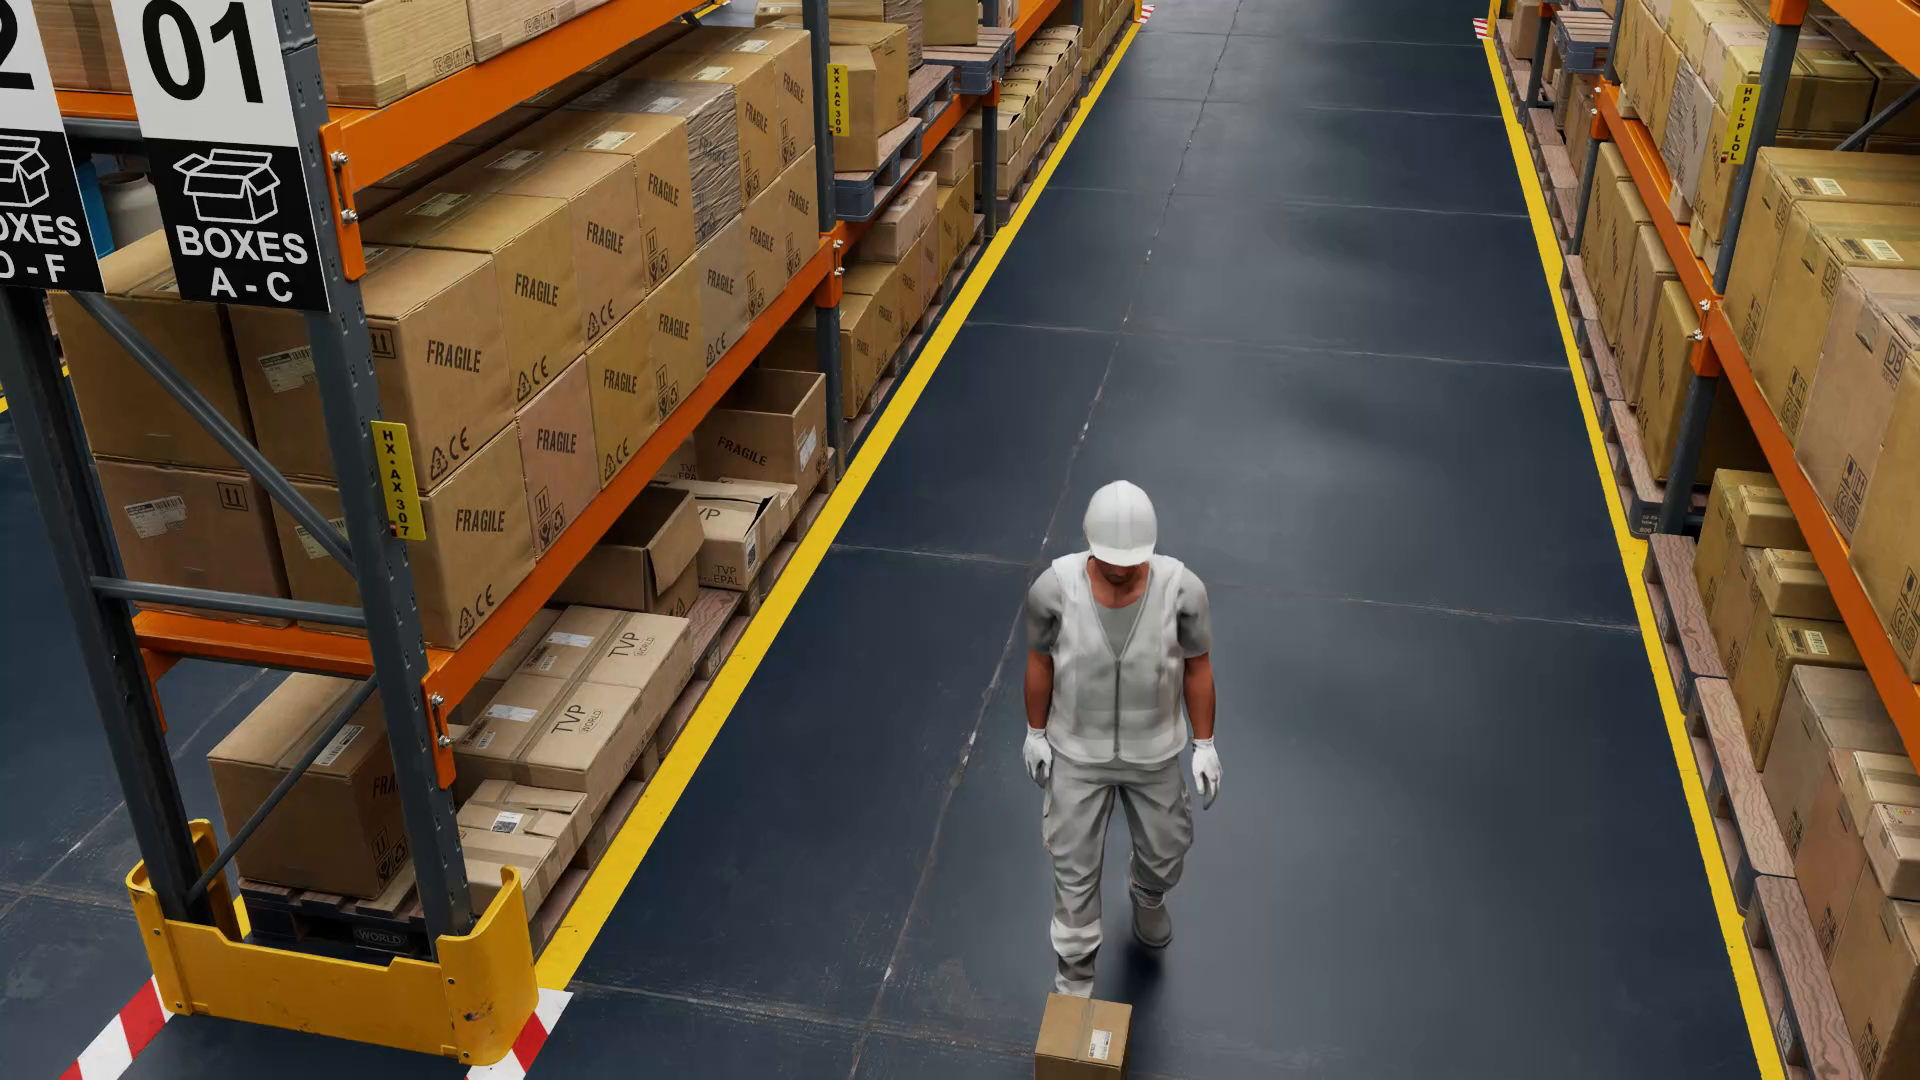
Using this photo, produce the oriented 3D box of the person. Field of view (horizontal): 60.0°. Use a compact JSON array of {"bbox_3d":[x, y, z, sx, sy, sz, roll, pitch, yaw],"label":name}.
[{"bbox_3d":[0.478,0.650,4.886,0.592,1.774,0.764,2,29,3],"label":"person"}]
